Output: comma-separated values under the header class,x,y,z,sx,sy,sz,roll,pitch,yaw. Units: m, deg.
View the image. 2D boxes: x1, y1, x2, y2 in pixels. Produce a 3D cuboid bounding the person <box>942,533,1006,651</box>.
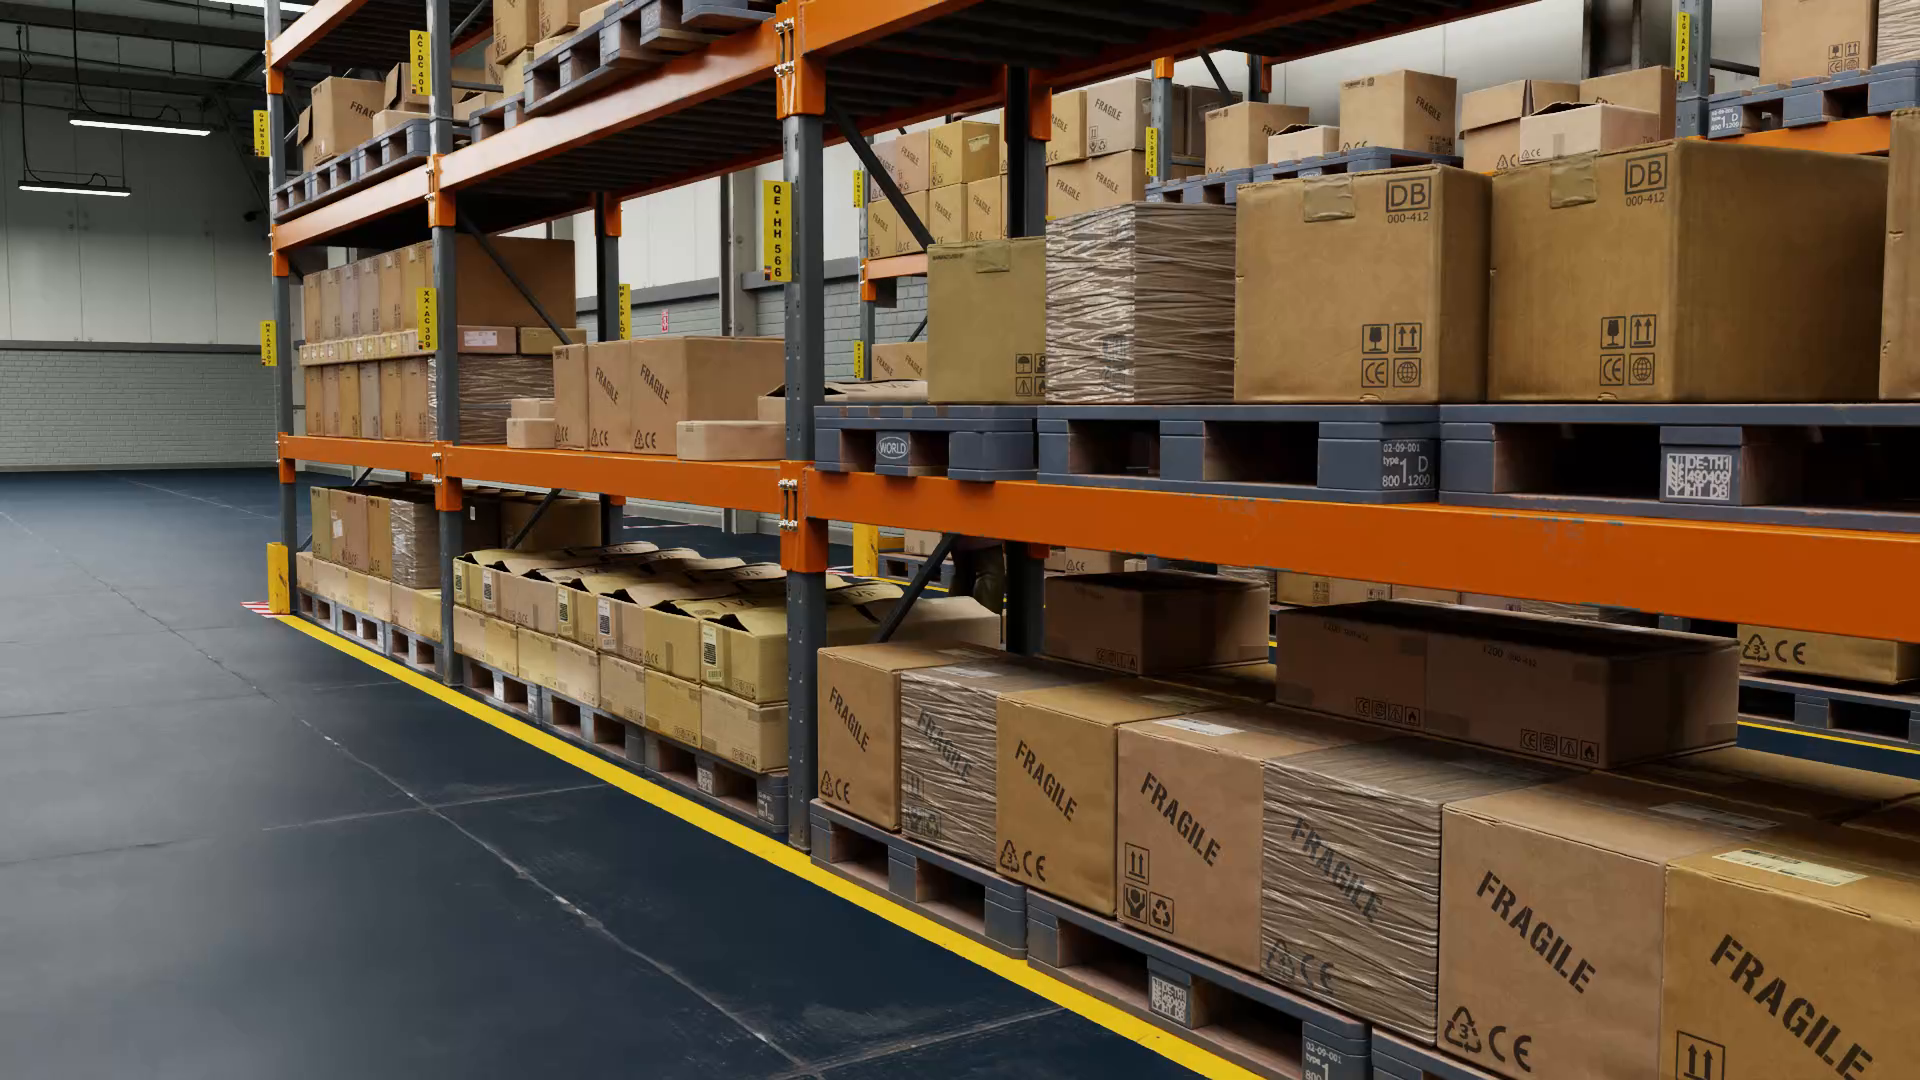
class,x,y,z,sx,sy,sz,roll,pitch,yaw
person,0.086,-0.181,10.048,0.415,1.774,0.655,-3,6,-35
